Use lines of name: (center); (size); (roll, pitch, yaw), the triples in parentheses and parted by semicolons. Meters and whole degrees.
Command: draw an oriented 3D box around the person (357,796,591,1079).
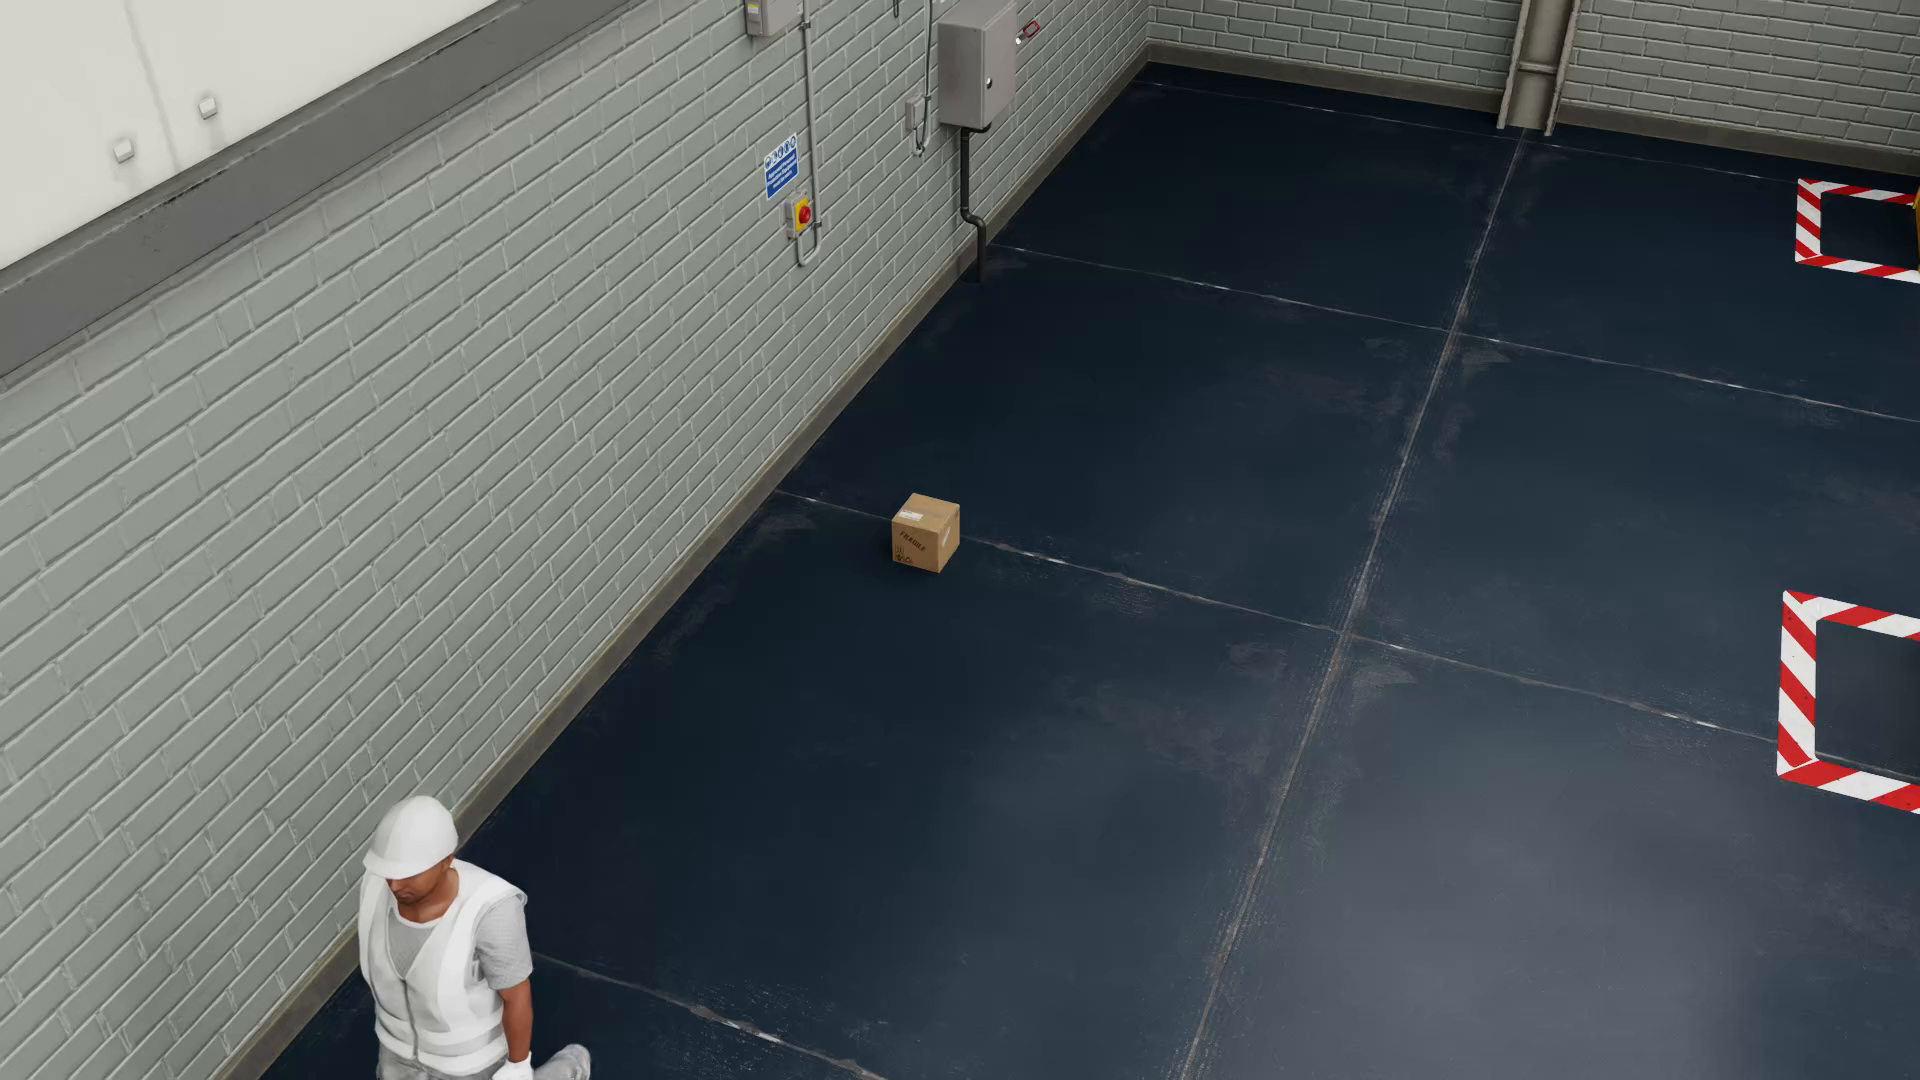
person: (-1.480, 1.424, 4.915); (0.571, 1.761, 0.812); (11, 39, 14)
